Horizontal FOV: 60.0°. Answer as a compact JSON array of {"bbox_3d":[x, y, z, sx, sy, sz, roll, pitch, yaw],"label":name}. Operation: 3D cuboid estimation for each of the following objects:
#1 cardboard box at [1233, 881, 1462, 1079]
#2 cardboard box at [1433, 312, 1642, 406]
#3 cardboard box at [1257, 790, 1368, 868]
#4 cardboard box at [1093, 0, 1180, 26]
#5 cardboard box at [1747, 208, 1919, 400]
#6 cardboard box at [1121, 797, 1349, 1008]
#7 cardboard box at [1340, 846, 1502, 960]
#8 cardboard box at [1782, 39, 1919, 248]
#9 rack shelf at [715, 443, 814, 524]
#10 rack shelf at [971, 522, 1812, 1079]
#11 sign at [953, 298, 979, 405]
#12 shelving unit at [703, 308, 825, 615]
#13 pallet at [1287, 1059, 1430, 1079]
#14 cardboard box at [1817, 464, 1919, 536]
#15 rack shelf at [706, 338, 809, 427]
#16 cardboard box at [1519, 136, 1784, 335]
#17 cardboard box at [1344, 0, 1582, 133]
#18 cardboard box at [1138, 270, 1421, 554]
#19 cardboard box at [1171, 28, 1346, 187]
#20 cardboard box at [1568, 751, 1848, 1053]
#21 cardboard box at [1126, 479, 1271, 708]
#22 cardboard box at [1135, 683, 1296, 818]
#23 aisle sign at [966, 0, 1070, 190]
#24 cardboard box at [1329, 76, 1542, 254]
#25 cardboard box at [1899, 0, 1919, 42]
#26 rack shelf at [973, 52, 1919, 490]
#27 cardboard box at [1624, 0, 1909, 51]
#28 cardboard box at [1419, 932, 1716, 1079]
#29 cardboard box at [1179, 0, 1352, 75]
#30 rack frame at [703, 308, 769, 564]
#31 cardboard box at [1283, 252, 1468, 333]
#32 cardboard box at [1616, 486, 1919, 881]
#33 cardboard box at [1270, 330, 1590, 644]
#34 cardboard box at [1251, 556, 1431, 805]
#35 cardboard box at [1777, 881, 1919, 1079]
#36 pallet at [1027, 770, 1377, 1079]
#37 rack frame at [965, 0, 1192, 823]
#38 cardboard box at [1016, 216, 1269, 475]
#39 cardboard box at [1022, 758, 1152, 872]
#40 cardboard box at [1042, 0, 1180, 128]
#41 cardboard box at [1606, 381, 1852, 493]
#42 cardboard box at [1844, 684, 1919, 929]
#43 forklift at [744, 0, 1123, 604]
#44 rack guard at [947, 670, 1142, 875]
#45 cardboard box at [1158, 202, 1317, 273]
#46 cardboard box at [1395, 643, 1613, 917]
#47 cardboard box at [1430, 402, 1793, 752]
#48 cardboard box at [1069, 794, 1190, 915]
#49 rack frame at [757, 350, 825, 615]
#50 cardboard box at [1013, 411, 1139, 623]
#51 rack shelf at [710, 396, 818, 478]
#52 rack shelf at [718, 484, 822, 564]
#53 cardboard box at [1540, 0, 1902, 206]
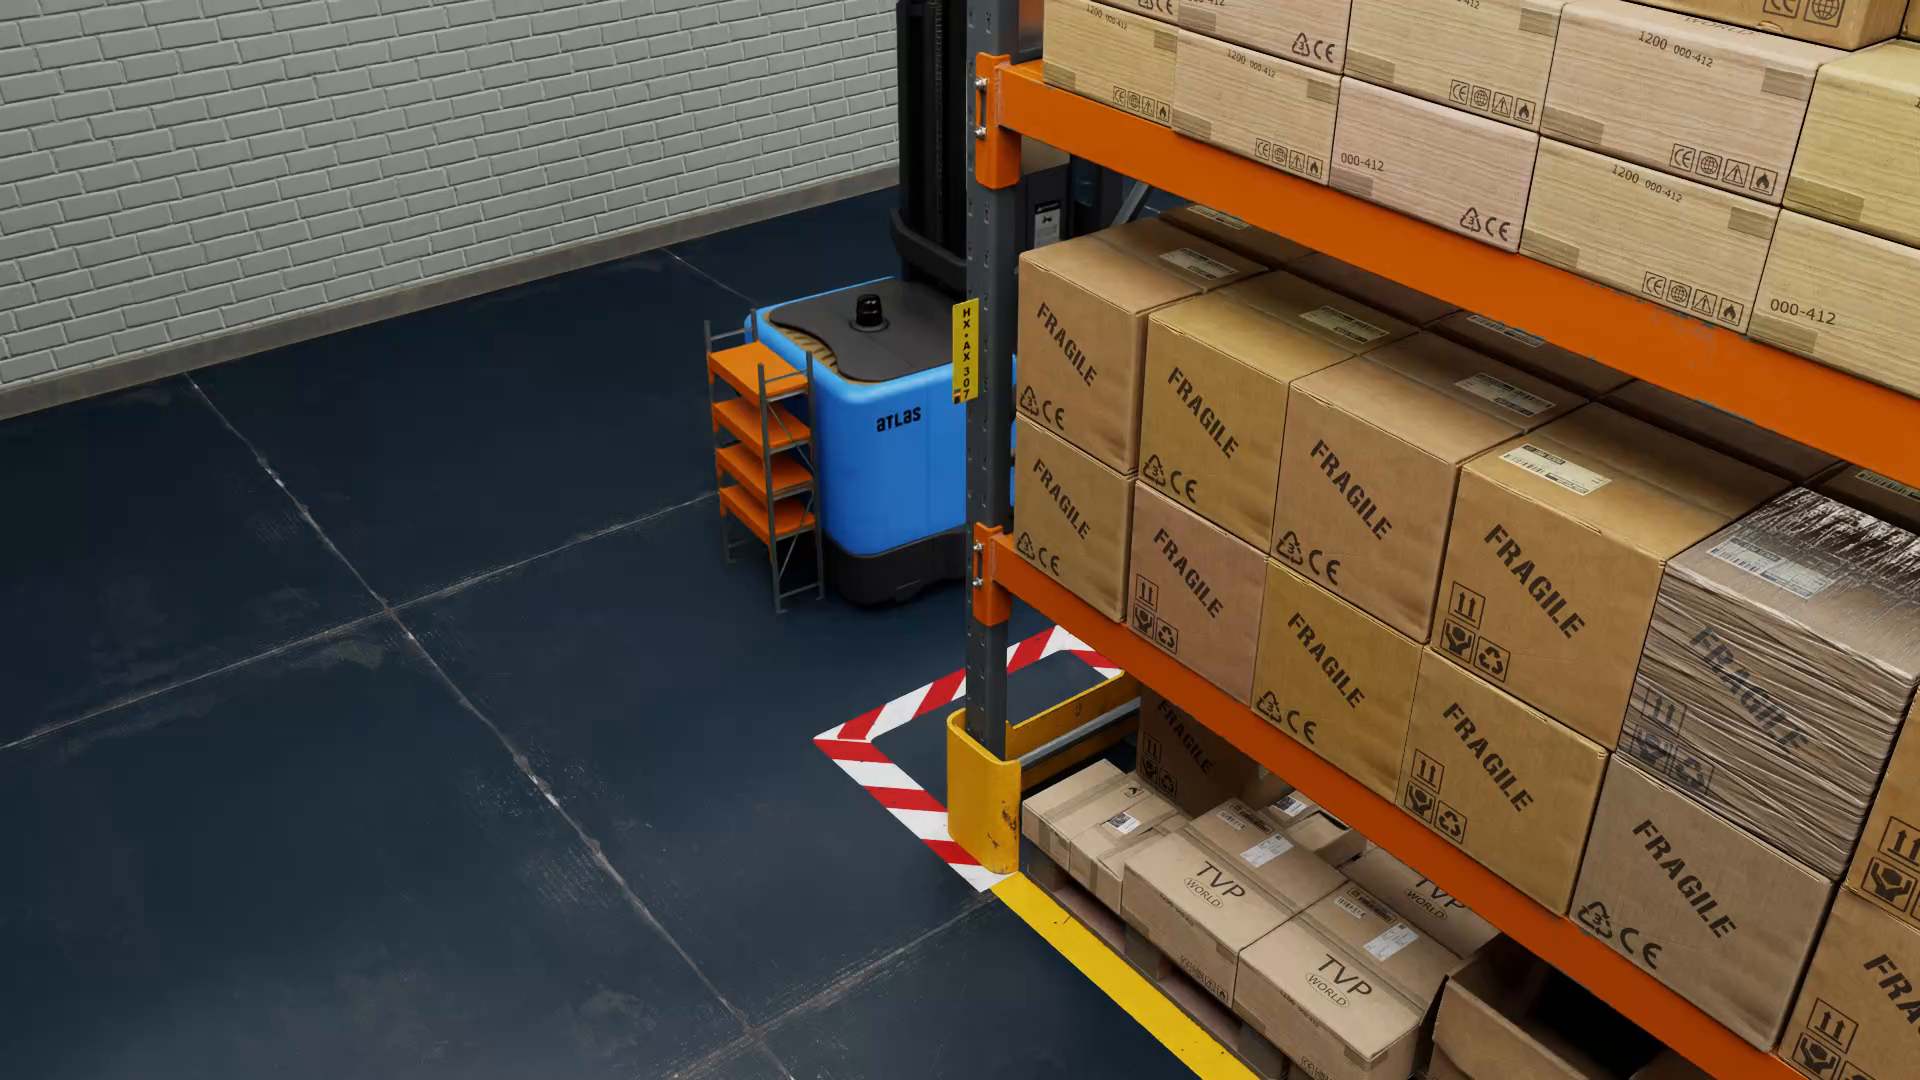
[{"bbox_3d":[1.171,1.343,4.934,0.500,0.250,0.500,-22,38,-31],"label":"cardboard box"},{"bbox_3d":[1.571,-0.320,4.379,0.500,0.500,0.500,-21,38,-30],"label":"cardboard box"},{"bbox_3d":[1.154,0.988,5.585,0.380,0.166,0.250,-22,38,-31],"label":"cardboard box"},{"bbox_3d":[0.558,-1.498,4.145,0.500,0.250,0.500,-22,38,-31],"label":"cardboard box"},{"bbox_3d":[1.782,-0.451,2.933,0.500,0.250,0.500,-22,38,-31],"label":"cardboard box"},{"bbox_3d":[0.865,1.134,5.270,0.500,0.250,0.500,-22,38,-31],"label":"cardboard box"},{"bbox_3d":[1.535,1.160,5.228,0.500,0.250,0.500,-22,38,-31],"label":"cardboard box"},{"bbox_3d":[1.780,-0.663,2.800,0.500,0.250,0.500,-22,38,-31],"label":"cardboard box"},{"bbox_3d":[-0.834,-0.271,7.177,0.258,0.148,0.480,-19,37,-28],"label":"rack shelf"},{"bbox_3d":[1.675,0.765,4.356,1.077,0.370,4.000,-22,38,-31],"label":"rack shelf"},{"bbox_3d":[0.020,-0.566,4.997,0.100,0.325,0.005,-22,38,-31],"label":"sign"},{"bbox_3d":[-0.834,-0.328,7.141,0.258,1.200,0.503,-19,37,-28],"label":"shelving unit"},{"bbox_3d":[1.729,1.683,4.841,1.003,0.211,1.213,-22,38,-31],"label":"pallet"},{"bbox_3d":[2.203,0.109,3.688,0.500,0.500,0.500,-24,39,-33],"label":"cardboard box"},{"bbox_3d":[-0.834,-0.662,6.934,0.258,0.148,0.480,-19,37,-28],"label":"rack shelf"},{"bbox_3d":[1.479,-0.661,3.271,0.500,0.250,0.500,-22,38,-31],"label":"cardboard box"},{"bbox_3d":[1.171,-1.081,3.473,0.500,0.250,0.500,-22,38,-31],"label":"cardboard box"},{"bbox_3d":[0.839,-0.355,4.437,0.500,0.500,0.500,-22,38,-31],"label":"cardboard box"},{"bbox_3d":[0.859,-1.075,3.937,0.500,0.250,0.500,-22,38,-31],"label":"cardboard box"},{"bbox_3d":[1.758,0.698,3.689,0.500,0.500,0.500,-21,38,-30],"label":"cardboard box"},{"bbox_3d":[0.833,0.067,4.704,0.500,0.500,0.500,-23,38,-32],"label":"cardboard box"},{"bbox_3d":[0.977,0.648,5.816,0.500,0.500,0.500,-22,38,-31],"label":"cardboard box"},{"bbox_3d":[0.175,-1.411,4.716,0.394,0.787,0.004,-22,38,-31],"label":"aisle sign"},{"bbox_3d":[1.167,-0.867,3.603,0.500,0.250,0.500,-22,38,-31],"label":"cardboard box"},{"bbox_3d":[2.067,-1.099,2.791,0.700,0.500,0.500,-22,38,-31],"label":"cardboard box"},{"bbox_3d":[1.675,-0.509,3.565,1.077,0.370,4.000,-22,38,-31],"label":"rack shelf"},{"bbox_3d":[1.640,-1.258,3.047,0.700,0.500,0.500,-22,38,-31],"label":"cardboard box"},{"bbox_3d":[1.745,1.386,4.625,0.797,0.503,0.637,-22,38,-31],"label":"cardboard box"},{"bbox_3d":[0.859,-1.288,3.805,0.500,0.250,0.500,-22,38,-31],"label":"cardboard box"},{"bbox_3d":[-0.968,-0.436,7.315,0.240,1.200,0.015,-19,37,-28],"label":"rack frame"},{"bbox_3d":[1.249,-0.534,4.724,0.500,0.500,0.500,-21,38,-30],"label":"cardboard box"},{"bbox_3d":[1.762,0.276,3.419,0.500,0.500,0.500,-22,38,-31],"label":"cardboard box"},{"bbox_3d":[1.142,-0.145,4.098,0.500,0.500,0.500,-22,38,-31],"label":"cardboard box"},{"bbox_3d":[1.138,0.278,4.365,0.500,0.500,0.500,-22,38,-32],"label":"cardboard box"},{"bbox_3d":[2.075,0.911,3.345,0.500,0.500,0.500,-21,38,-30],"label":"cardboard box"},{"bbox_3d":[0.985,1.175,5.659,1.003,0.211,1.213,-22,38,-31],"label":"pallet"},{"bbox_3d":[0.449,-0.374,5.509,1.000,3.000,0.127,-22,38,-31],"label":"rack frame"},{"bbox_3d":[0.512,-0.571,4.783,0.500,0.500,0.500,-21,38,-30],"label":"cardboard box"},{"bbox_3d":[0.434,0.936,5.685,0.380,0.149,0.250,-22,38,-31],"label":"cardboard box"},{"bbox_3d":[0.563,-1.288,4.280,0.500,0.250,0.500,-22,38,-31],"label":"cardboard box"},{"bbox_3d":[1.886,-0.105,4.034,0.500,0.500,0.500,-21,38,-30],"label":"cardboard box"},{"bbox_3d":[2.071,0.487,3.081,0.500,0.500,0.500,-23,39,-32],"label":"cardboard box"},{"bbox_3d":[0.544,-1.555,7.476,3.031,2.935,1.130,-19,37,-28],"label":"forklift"},{"bbox_3d":[0.495,0.720,6.117,1.175,0.500,0.348,-22,38,-31],"label":"rack guard"},{"bbox_3d":[0.939,-0.744,5.063,0.500,0.500,0.500,-23,38,-32],"label":"cardboard box"},{"bbox_3d":[1.444,0.486,4.029,0.500,0.500,0.500,-22,38,-31],"label":"cardboard box"},{"bbox_3d":[1.454,0.066,3.758,0.500,0.500,0.500,-23,38,-32],"label":"cardboard box"},{"bbox_3d":[0.587,1.033,5.512,0.380,0.166,0.250,-22,38,-31],"label":"cardboard box"},{"bbox_3d":[-0.700,-0.221,6.968,0.240,1.200,0.015,-19,37,-28],"label":"rack frame"},{"bbox_3d":[0.512,-0.146,5.047,0.500,0.500,0.500,-21,38,-30],"label":"cardboard box"},{"bbox_3d":[-0.834,-0.461,7.059,0.258,0.148,0.480,-19,37,-28],"label":"rack shelf"},{"bbox_3d":[-0.834,-0.103,7.282,0.258,0.148,0.480,-19,37,-28],"label":"rack shelf"},{"bbox_3d":[1.474,-0.872,3.136,0.500,0.250,0.500,-22,38,-31],"label":"cardboard box"}]
